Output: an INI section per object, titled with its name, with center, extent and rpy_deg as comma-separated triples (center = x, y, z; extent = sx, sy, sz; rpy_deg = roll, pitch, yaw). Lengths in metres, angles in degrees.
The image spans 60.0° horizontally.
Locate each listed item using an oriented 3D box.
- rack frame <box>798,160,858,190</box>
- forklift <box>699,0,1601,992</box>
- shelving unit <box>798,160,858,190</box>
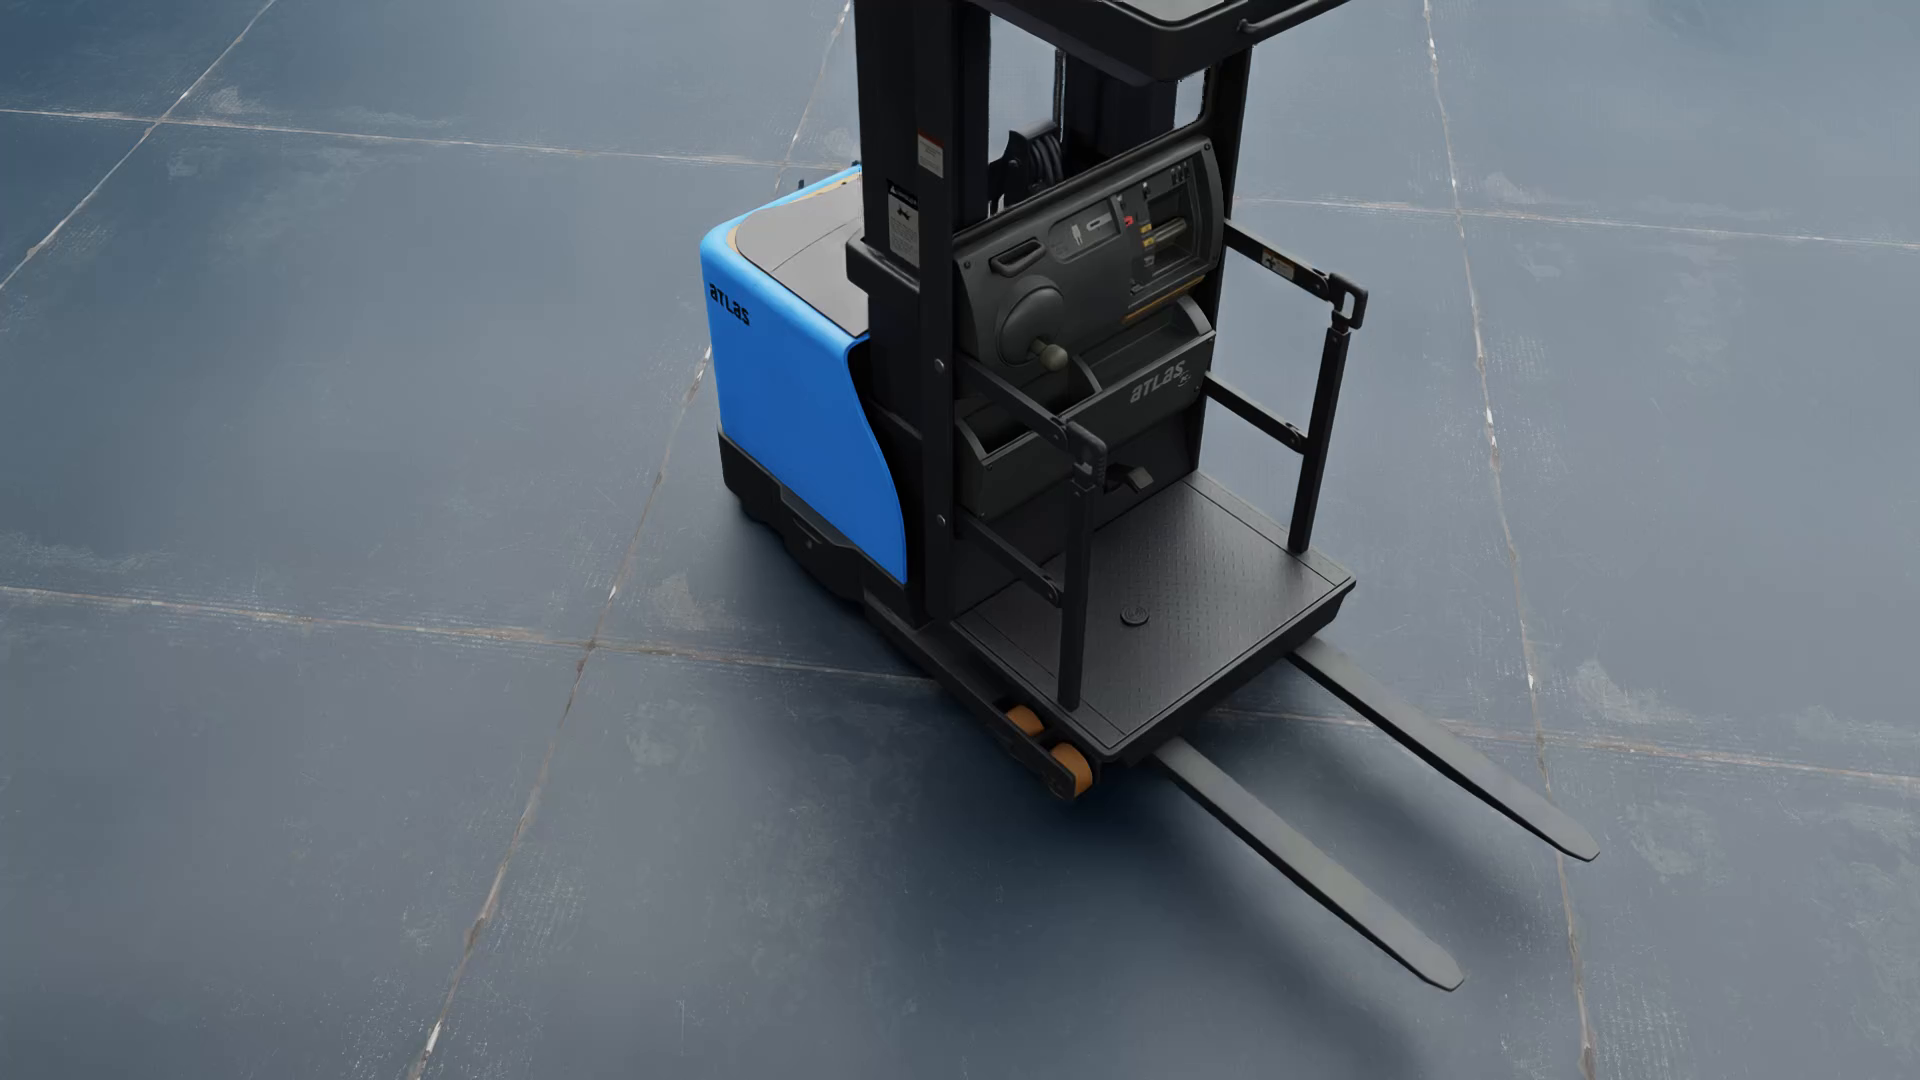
[rack frame]
center = -0.460, -0.963, 6.113
extent = 0.240, 0.900, 0.006
rpy_deg = -26, 49, -25
[forklift]
center = 0.508, -0.694, 4.351
extent = 1.130, 2.935, 3.031
rpy_deg = -31, 51, -28
[shelving unit]
center = -0.402, -0.906, 6.052
extent = 0.258, 0.900, 0.210
rpy_deg = -26, 49, -25
